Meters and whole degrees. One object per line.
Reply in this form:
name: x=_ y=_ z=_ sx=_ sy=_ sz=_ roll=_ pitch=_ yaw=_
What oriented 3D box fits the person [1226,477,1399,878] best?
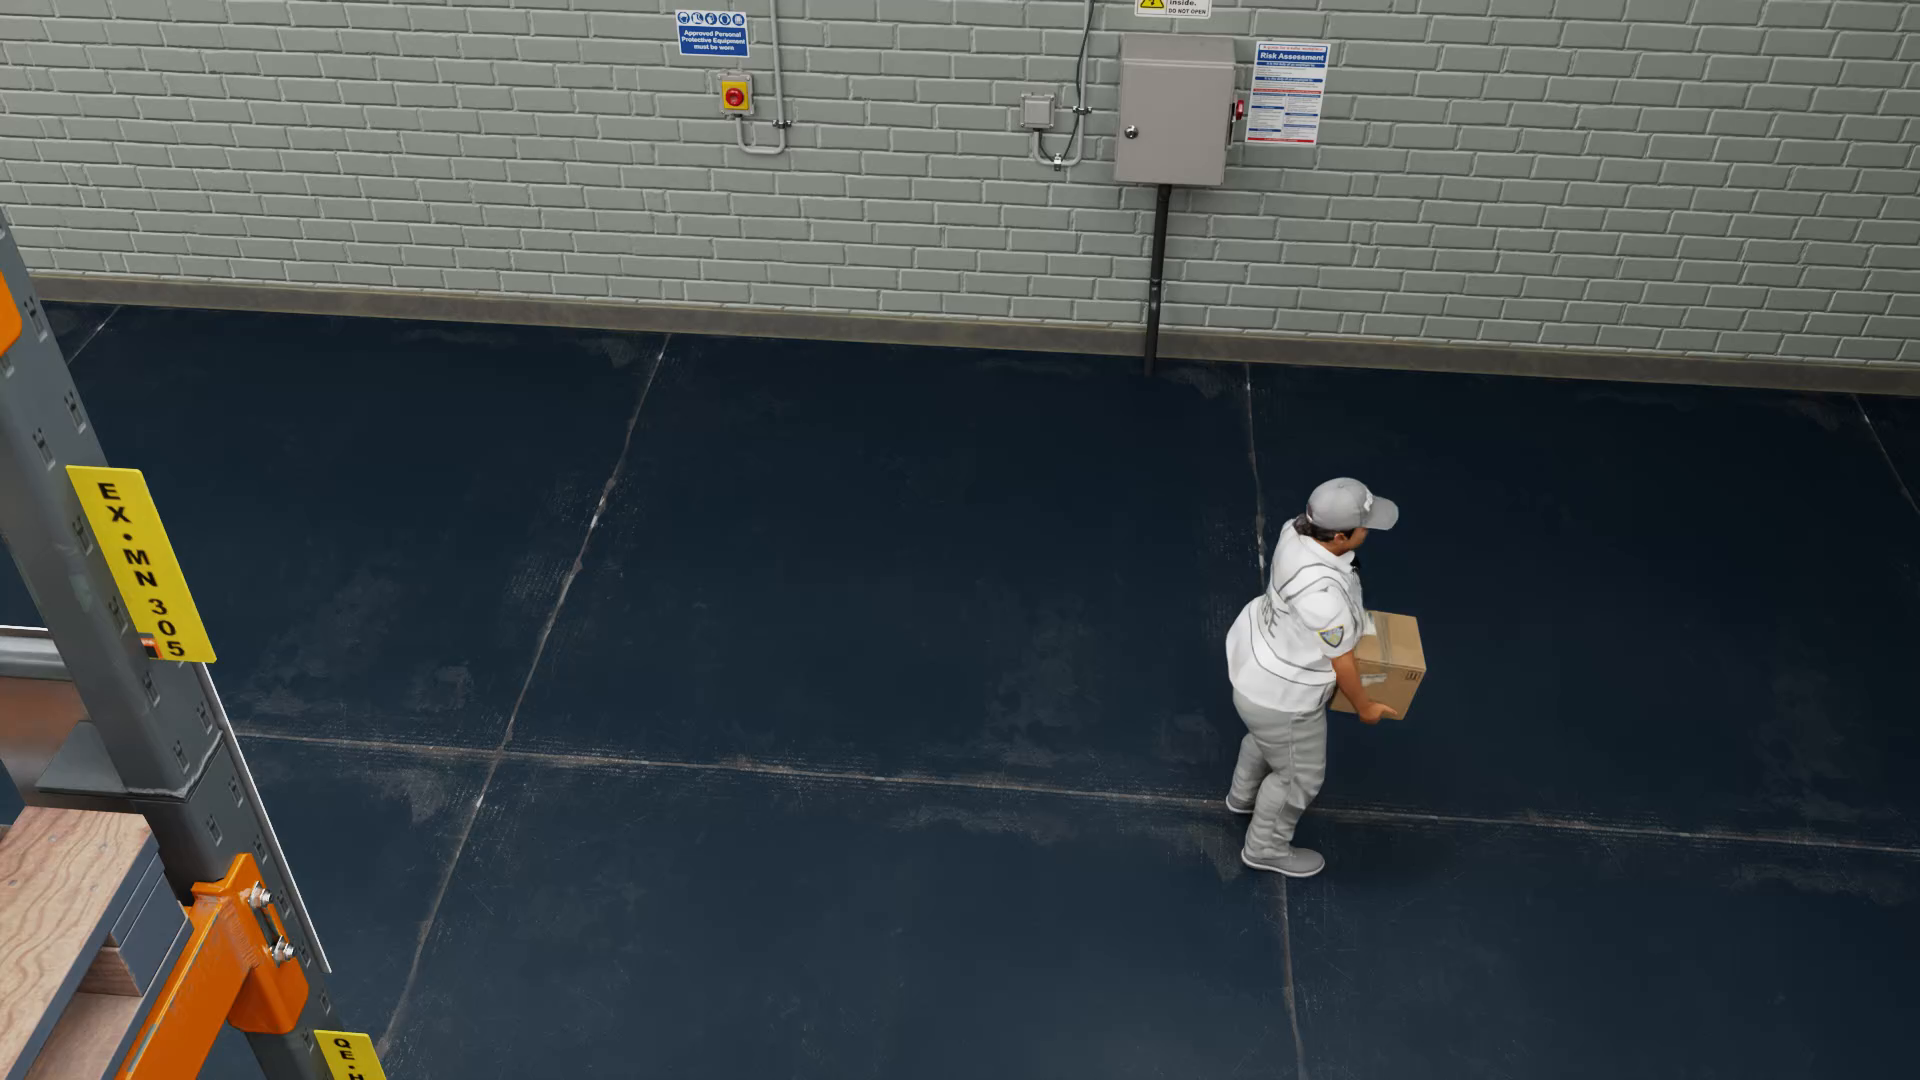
person: x=1.177 y=0.464 z=5.622 sx=0.563 sy=1.657 sz=0.452 roll=3 pitch=40 yaw=3
